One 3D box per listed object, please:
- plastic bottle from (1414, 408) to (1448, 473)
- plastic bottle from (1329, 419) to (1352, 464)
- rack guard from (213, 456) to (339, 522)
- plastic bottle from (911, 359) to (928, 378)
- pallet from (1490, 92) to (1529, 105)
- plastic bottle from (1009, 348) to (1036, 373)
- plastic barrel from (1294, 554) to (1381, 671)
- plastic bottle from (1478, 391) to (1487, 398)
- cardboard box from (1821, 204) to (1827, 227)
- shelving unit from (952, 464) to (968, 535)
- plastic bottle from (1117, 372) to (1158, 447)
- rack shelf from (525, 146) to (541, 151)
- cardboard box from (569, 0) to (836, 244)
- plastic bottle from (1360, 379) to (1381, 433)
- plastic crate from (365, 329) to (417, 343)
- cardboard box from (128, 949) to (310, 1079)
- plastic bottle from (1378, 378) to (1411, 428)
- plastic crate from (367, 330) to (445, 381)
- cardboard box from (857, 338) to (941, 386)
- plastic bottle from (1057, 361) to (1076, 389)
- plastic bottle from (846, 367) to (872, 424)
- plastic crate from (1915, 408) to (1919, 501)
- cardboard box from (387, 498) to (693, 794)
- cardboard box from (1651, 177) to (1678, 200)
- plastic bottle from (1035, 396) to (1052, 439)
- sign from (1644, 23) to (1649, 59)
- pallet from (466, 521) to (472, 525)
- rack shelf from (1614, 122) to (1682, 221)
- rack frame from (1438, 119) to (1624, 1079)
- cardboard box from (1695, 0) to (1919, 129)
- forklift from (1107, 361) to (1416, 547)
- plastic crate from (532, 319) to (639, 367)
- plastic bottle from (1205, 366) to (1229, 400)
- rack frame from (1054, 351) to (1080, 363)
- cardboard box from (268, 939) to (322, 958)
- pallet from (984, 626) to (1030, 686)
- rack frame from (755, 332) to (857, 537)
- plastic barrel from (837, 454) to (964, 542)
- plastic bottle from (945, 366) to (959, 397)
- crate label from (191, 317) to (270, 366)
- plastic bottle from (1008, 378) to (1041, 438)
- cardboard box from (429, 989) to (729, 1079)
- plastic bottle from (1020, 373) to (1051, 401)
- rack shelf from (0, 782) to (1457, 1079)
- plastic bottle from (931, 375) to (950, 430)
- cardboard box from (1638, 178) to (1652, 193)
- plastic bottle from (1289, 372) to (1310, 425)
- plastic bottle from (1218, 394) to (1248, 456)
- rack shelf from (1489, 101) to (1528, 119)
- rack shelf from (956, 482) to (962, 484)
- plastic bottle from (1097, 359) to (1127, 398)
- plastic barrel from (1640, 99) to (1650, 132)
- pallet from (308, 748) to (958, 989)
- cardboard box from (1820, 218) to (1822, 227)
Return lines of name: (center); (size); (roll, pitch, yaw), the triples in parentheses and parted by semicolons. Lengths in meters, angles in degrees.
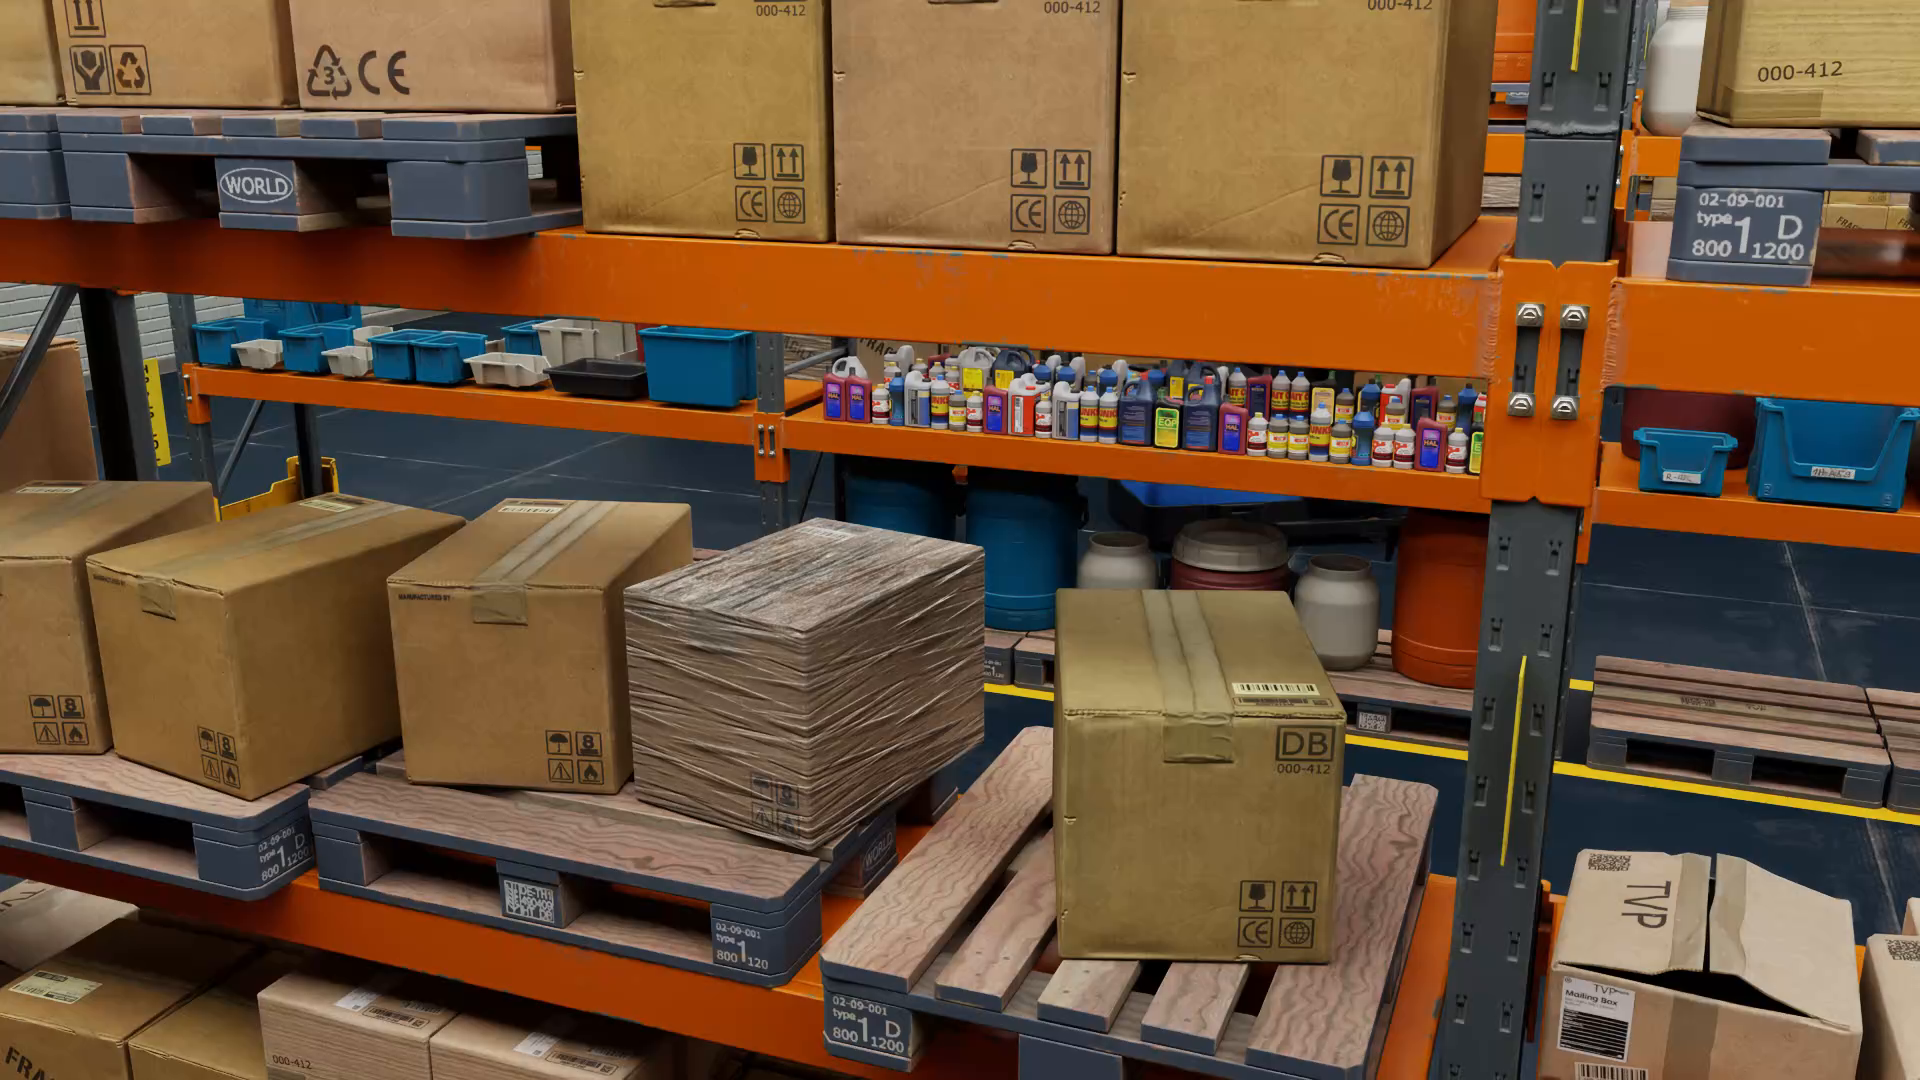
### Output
plastic bottle: (2.145, -0.455, 7.569); (0.133, 0.283, 0.061); (6, 17, 21)
plastic bottle: (1.773, -0.462, 7.740); (0.097, 0.201, 0.097); (0, 16, 0)
rack guard: (-4.577, -0.173, 10.874); (0.348, 0.500, 1.175); (6, 17, 21)
plastic bottle: (-0.225, -0.909, 9.280); (0.097, 0.201, 0.097); (0, 16, 0)
pallet: (4.091, -3.243, 11.922); (1.003, 0.211, 1.213); (7, 18, 23)
plastic bottle: (0.319, -0.914, 9.029); (0.185, 0.351, 0.144); (6, 17, 21)
plastic barrel: (1.873, 0.357, 8.274); (0.421, 0.512, 0.421); (0, 16, 0)
plastic bottle: (2.609, -0.625, 8.168); (0.135, 0.276, 0.152); (6, 17, 21)
cardboard box: (7.885, -2.946, 15.762); (0.500, 0.500, 0.500); (6, 17, 21)
shelving unit: (0.013, -0.575, 11.001); (0.189, 1.200, 0.258); (6, 17, 21)
plastic bottle: (0.868, -0.640, 8.086); (0.185, 0.351, 0.144); (6, 17, 21)
rack shelf: (-2.689, -2.265, 9.506); (4.000, 0.370, 1.077); (6, 17, 21)
cardboard box: (-0.305, -0.902, 3.340); (0.500, 0.500, 0.910); (6, 17, 21)
plastic bottle: (2.058, -0.673, 8.343); (0.097, 0.271, 0.097); (0, 16, 0)
plastic crate: (-3.460, -1.207, 10.316); (0.243, 0.136, 0.396); (6, 17, 21)
cardboard box: (-1.789, 1.472, 4.416); (0.500, 0.500, 0.500); (7, 17, 21)
plastic bottle: (2.178, -0.672, 8.331); (0.135, 0.276, 0.152); (6, 17, 21)
plastic crate: (-3.216, -1.078, 9.698); (0.300, 0.233, 0.416); (6, 17, 21)
cardboard box: (-0.433, -1.612, 14.403); (0.875, 0.875, 0.875); (6, 17, 21)
plastic bottle: (0.562, -0.810, 8.815); (0.097, 0.271, 0.097); (0, 16, 0)
plastic bottle: (-0.520, -0.748, 8.578); (0.133, 0.283, 0.061); (6, 17, 21)
plastic crate: (4.283, -0.342, 6.858); (0.583, 0.464, 0.402); (6, 17, 21)
cardboard box: (-0.983, 0.234, 4.055); (0.500, 0.500, 0.700); (2, 16, 7)
cardboard box: (7.038, -3.597, 16.209); (0.500, 0.500, 0.700); (6, 17, 20)
plastic bottle: (0.421, -0.610, 8.252); (0.097, 0.201, 0.097); (0, 16, 0)
sign: (6.423, -4.665, 15.556); (0.005, 0.325, 0.100); (6, 17, 21)
pallet: (-3.797, 0.059, 10.592); (1.213, 0.211, 1.003); (6, 17, 21)
rack shelf: (4.753, -1.447, 6.687); (4.000, 0.370, 1.077); (6, 17, 21)
rack frame: (1.072, 0.728, 3.286); (0.127, 3.000, 1.000); (6, 17, 21)
cardboard box: (1.514, -0.810, 2.720); (0.500, 0.250, 0.500); (5, 17, 17)
forklift: (2.607, -1.536, 11.208); (3.031, 2.935, 1.130); (-3, 16, -10)
plastic crate: (-2.181, -1.141, 9.830); (0.530, 0.282, 0.437); (6, 17, 21)
plastic bottle: (1.318, -0.767, 8.657); (0.135, 0.276, 0.152); (6, 17, 21)
rack frame: (0.989, -2.250, 13.544); (0.127, 3.000, 1.000); (6, 17, 21)
cardboard box: (-1.628, 1.337, 4.883); (0.500, 0.500, 0.500); (6, 17, 21)
pallet: (-0.126, 0.463, 9.199); (1.213, 0.211, 1.003); (6, 17, 21)
rack frame: (-0.828, -0.965, 9.119); (0.127, 3.000, 1.000); (6, 17, 21)
plastic barrel: (-0.329, -0.099, 9.146); (0.708, 0.901, 0.600); (6, 17, 21)
plastic bottle: (-0.032, -0.842, 9.050); (0.097, 0.201, 0.097); (0, 16, 0)
crate label: (-4.441, -1.212, 10.162); (0.303, 0.233, 0.416); (6, 17, 21)
plastic bottle: (0.324, -0.665, 8.307); (0.135, 0.276, 0.152); (6, 17, 21)
cardboard box: (-0.892, 1.214, 3.961); (0.500, 0.250, 0.500); (6, 17, 20)
plastic bottle: (0.379, -0.704, 8.442); (0.135, 0.276, 0.152); (6, 17, 21)
rack shelf: (-0.789, 0.869, 4.091); (4.000, 0.370, 1.077); (6, 17, 21)
plastic bottle: (-0.099, -0.701, 8.439); (0.097, 0.271, 0.097); (0, 16, 0)
cardboard box: (8.580, -4.411, 20.683); (0.250, 0.149, 0.380); (5, 17, 17)
plastic bottle: (1.742, -0.726, 8.525); (0.097, 0.271, 0.097); (0, 16, 0)
plastic bottle: (1.296, -0.548, 7.890); (0.133, 0.283, 0.061); (6, 17, 21)
rack shelf: (2.849, -3.140, 12.521); (4.000, 0.370, 1.077); (6, 17, 21)
rack shelf: (0.013, -0.302, 11.081); (0.180, 0.103, 0.258); (6, 17, 21)
plastic bottle: (0.807, -0.823, 8.851); (0.135, 0.276, 0.152); (6, 17, 21)
plastic barrel: (3.141, -1.910, 7.272); (0.294, 0.245, 0.294); (0, 16, 0)
pallet: (-0.739, 0.622, 3.994); (1.213, 0.211, 1.003); (6, 17, 21)
cardboard box: (5.783, -2.014, 11.800); (0.500, 0.500, 0.700); (9, 19, 29)
